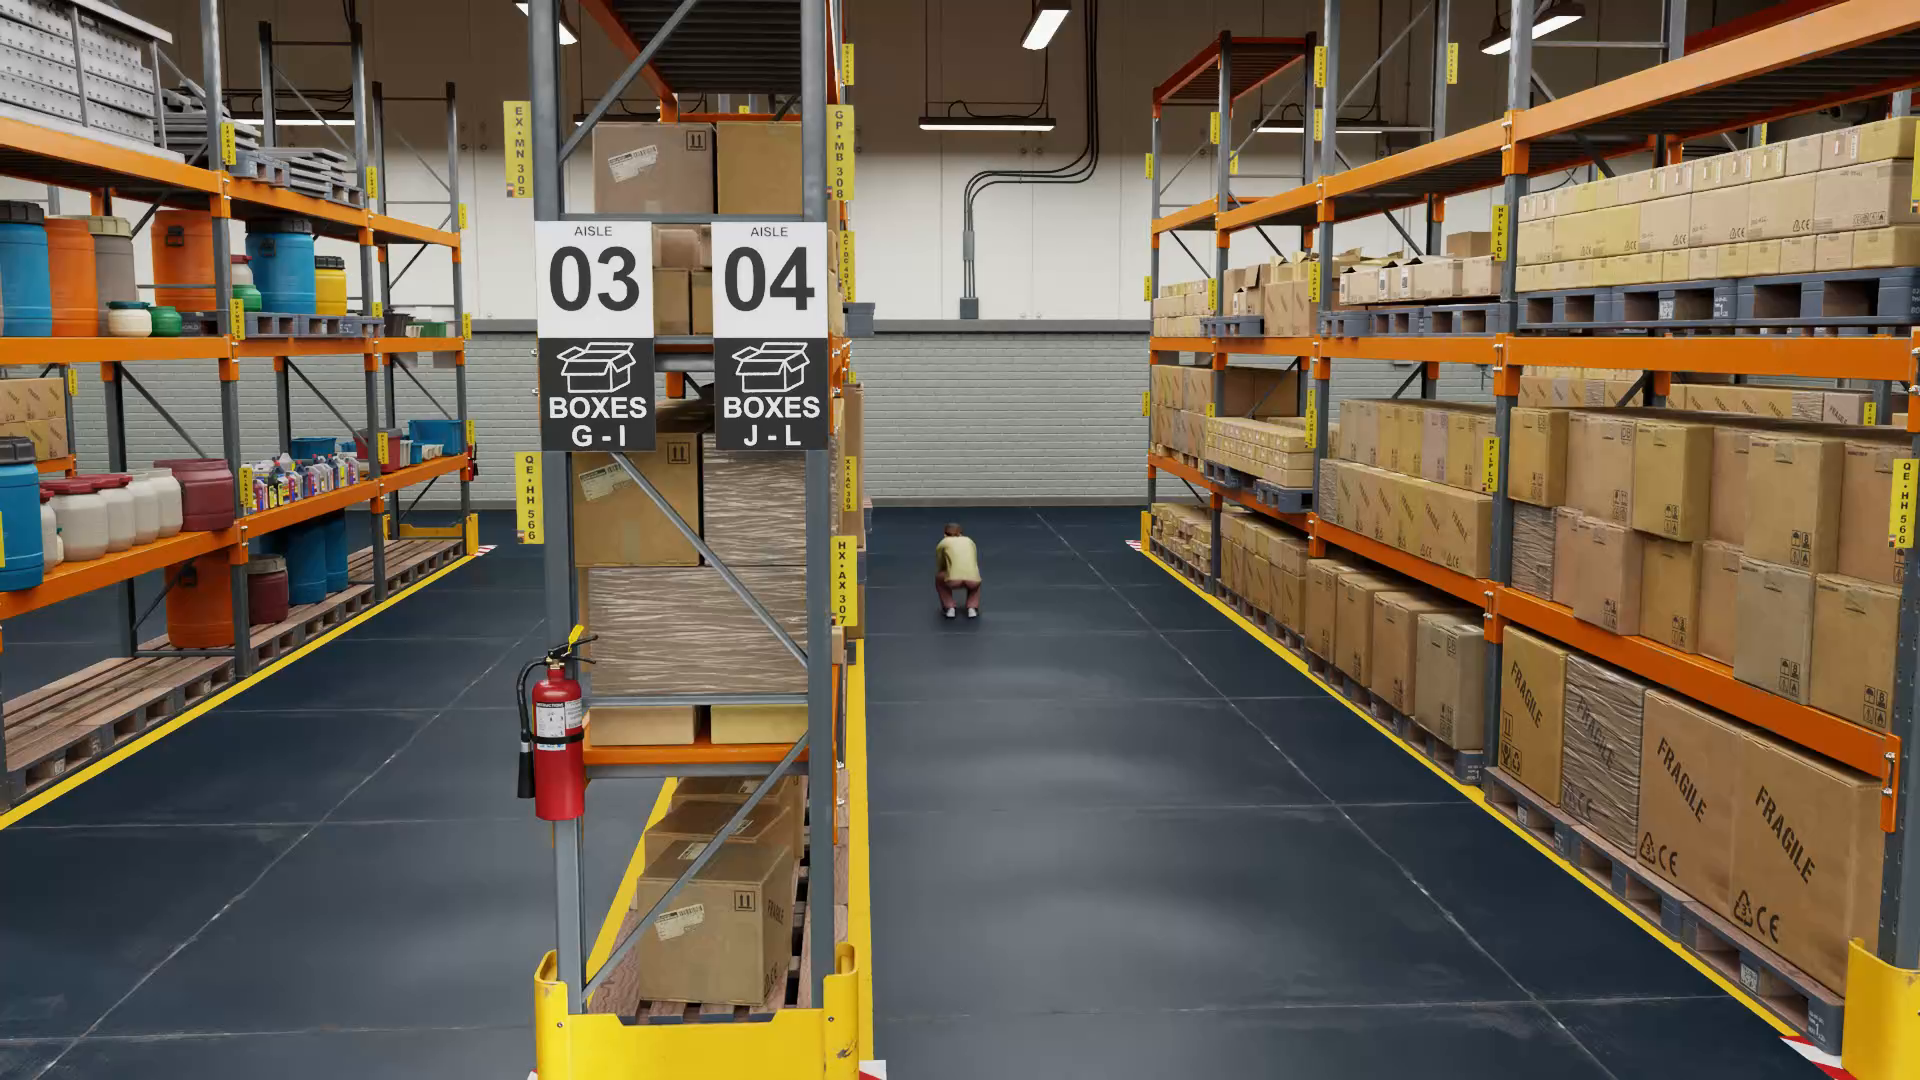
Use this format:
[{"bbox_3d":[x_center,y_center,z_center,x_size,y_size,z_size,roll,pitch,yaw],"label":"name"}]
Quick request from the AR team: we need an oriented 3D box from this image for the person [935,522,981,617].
[{"bbox_3d":[-0.016,0.297,17.010,0.471,0.914,0.862,-1,7,-5],"label":"person"}]
